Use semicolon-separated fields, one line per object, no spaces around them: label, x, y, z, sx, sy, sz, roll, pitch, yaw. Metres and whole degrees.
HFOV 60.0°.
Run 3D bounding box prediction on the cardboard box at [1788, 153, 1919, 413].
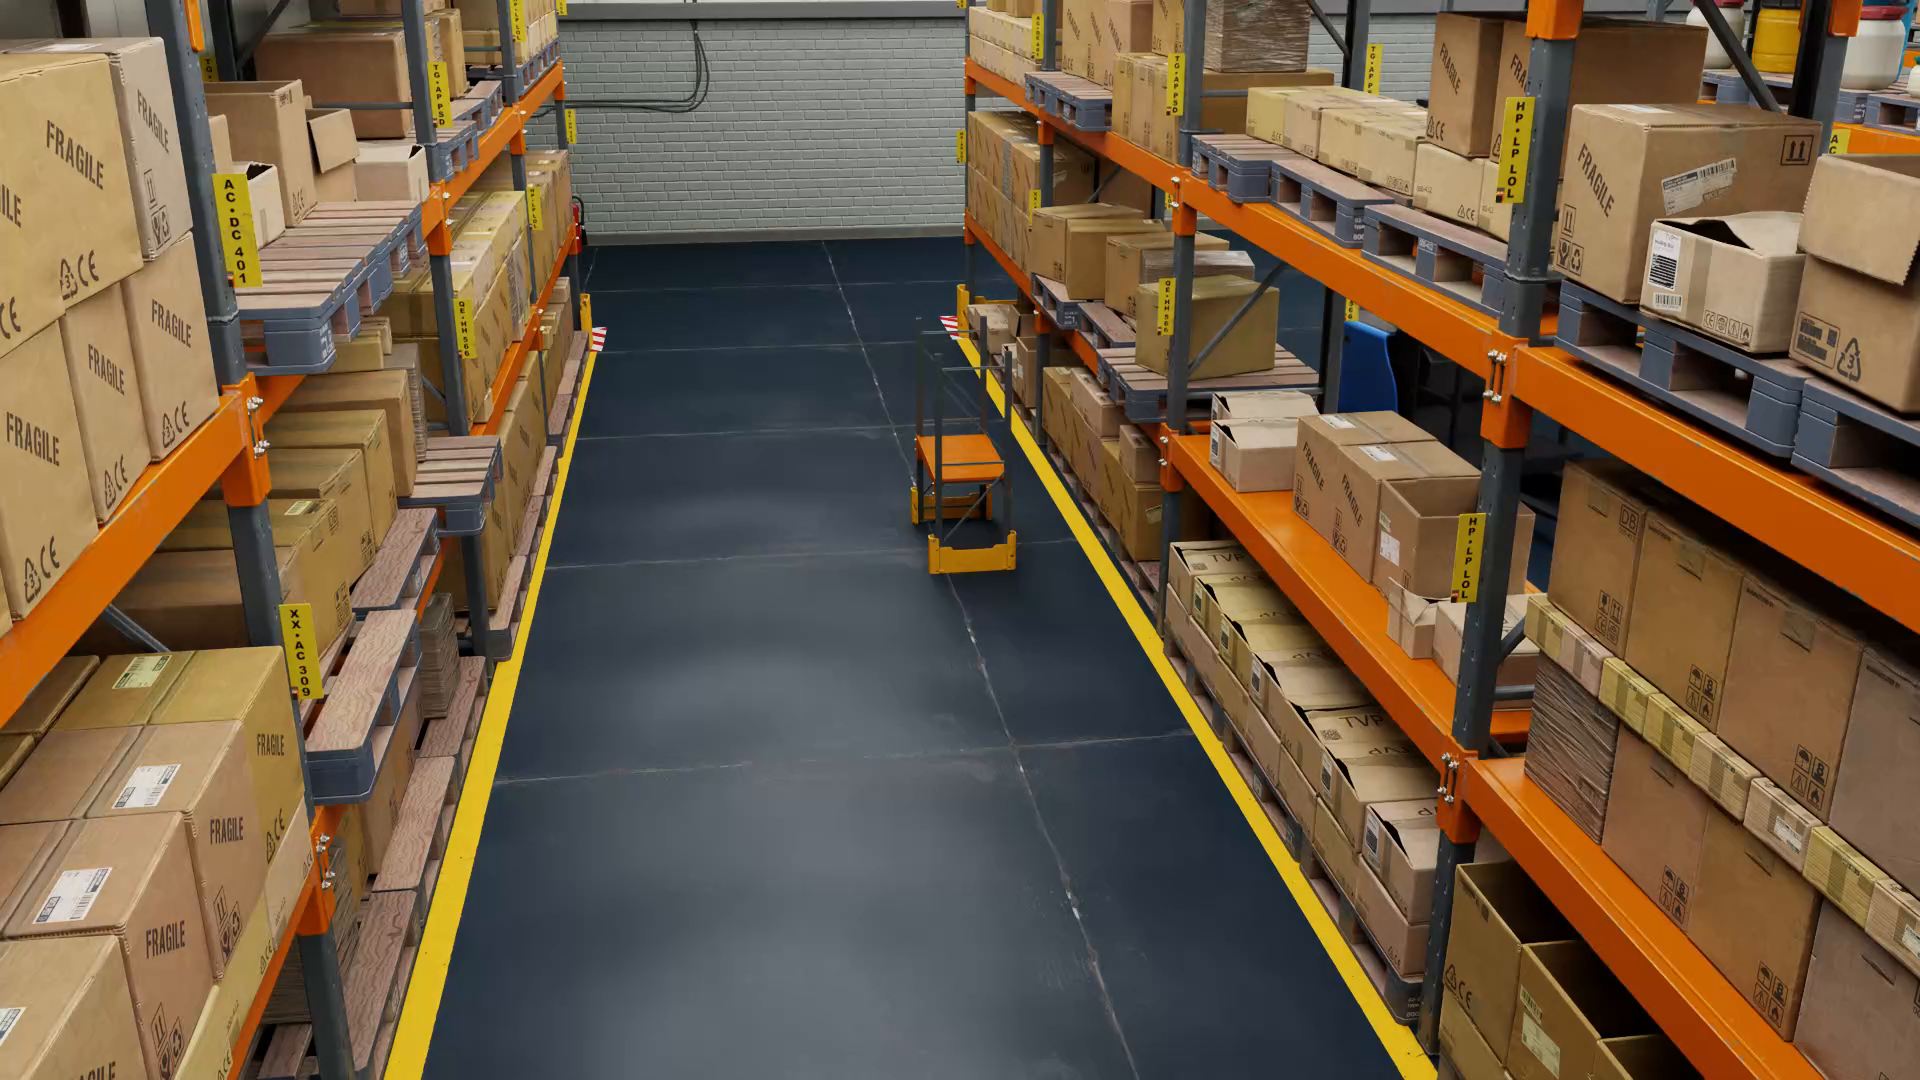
cardboard box;2.398;-0.601;3.803;0.797;0.503;0.637;-1;20;-2

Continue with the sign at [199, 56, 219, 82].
sign;-3.743;-2.255;8.327;0.100;0.325;0.005;-3;21;-8

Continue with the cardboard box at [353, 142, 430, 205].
cardboard box;-2.822;-1.733;7.880;0.500;0.311;0.500;-3;21;-8

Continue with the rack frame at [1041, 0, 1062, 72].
rack frame;1.132;-5.042;12.354;1.000;3.000;0.127;-3;21;-8

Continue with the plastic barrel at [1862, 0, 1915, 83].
plastic barrel;6.432;-3.734;11.822;0.600;0.901;0.708;-3;21;-8

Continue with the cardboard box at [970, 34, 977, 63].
cardboard box;0.378;-4.761;16.103;0.500;0.250;0.500;-3;21;-8

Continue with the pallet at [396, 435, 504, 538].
pallet;-2.985;-0.264;8.411;1.213;0.211;1.003;-3;21;-8

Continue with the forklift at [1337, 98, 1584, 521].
forklift;4.018;-1.792;12.324;1.130;2.935;3.031;-7;22;-18

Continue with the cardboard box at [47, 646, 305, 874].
cardboard box;-2.242;0.647;4.810;0.500;0.500;0.500;-3;21;-8

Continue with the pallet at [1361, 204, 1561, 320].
pallet;2.145;-1.082;6.312;0.805;0.209;1.217;-4;21;-10

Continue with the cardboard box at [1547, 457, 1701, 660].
cardboard box;2.356;0.037;5.333;0.700;0.500;0.500;-3;21;-7

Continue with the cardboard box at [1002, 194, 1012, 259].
cardboard box;0.654;-2.795;14.769;0.500;0.500;0.500;-2;21;-7

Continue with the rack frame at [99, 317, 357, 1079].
rack frame;-2.616;0.789;5.315;1.000;3.000;0.127;-3;21;-8

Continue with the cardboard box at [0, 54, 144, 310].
cardboard box;-2.186;-0.790;3.657;0.500;0.500;0.500;-2;21;-5

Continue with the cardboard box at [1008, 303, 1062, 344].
cardboard box;0.856;-1.918;15.505;0.797;0.503;0.637;-3;21;-8

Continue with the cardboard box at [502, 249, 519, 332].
cardboard box;-3.306;-1.678;11.326;0.500;0.500;0.500;-3;21;-8

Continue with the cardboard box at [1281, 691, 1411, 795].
cardboard box;1.792;0.888;7.578;0.500;0.311;0.500;-3;21;-8

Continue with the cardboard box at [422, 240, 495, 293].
cardboard box;-3.157;-1.672;10.236;0.500;0.250;0.500;-3;21;-7

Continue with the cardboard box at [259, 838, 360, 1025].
cardboard box;-2.739;1.500;6.356;0.700;0.500;0.500;-2;21;-6

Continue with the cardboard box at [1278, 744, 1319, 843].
cardboard box;1.793;1.148;7.684;0.500;0.250;0.500;-2;21;-7

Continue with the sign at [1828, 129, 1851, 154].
sign;2.834;-1.175;5.435;0.100;0.325;0.005;-3;21;-8

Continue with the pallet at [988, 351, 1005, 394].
pallet;0.855;-1.586;15.662;1.003;0.211;1.213;-3;21;-8

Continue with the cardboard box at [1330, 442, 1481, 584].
cardboard box;2.043;-0.131;7.637;0.500;0.500;0.500;-3;21;-8

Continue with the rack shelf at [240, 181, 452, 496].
rack shelf;-2.904;-0.971;6.770;1.077;0.370;4.000;-3;21;-8

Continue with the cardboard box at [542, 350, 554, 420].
cardboard box;-3.776;-1.270;13.802;0.700;0.500;0.500;-3;21;-7

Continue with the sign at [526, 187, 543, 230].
sign;-3.234;-2.516;12.625;0.100;0.325;0.005;-3;21;-8

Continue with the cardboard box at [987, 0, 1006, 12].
cardboard box;0.634;-5.182;15.446;0.700;0.500;0.500;-3;21;-8

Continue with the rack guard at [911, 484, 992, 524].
rack guard;-0.061;-0.263;12.063;0.587;0.250;0.087;-3;21;-8

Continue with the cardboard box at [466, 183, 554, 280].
cardboard box;-3.931;-2.563;13.861;0.980;0.700;0.700;-3;21;-9

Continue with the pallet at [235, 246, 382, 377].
pallet;-2.600;-0.747;5.410;1.213;0.211;1.003;-3;21;-8

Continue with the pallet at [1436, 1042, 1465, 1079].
pallet;2.358;2.122;5.733;1.003;0.211;1.213;-3;21;-8

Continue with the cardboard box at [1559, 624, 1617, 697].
cardboard box;2.169;0.377;5.349;0.380;0.149;0.250;-3;21;-7

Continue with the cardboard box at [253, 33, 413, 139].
cardboard box;-3.318;-2.415;8.837;0.700;0.500;0.500;-5;21;-12

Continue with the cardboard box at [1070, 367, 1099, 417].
cardboard box;1.105;-1.092;12.225;0.500;0.250;0.500;-3;21;-8

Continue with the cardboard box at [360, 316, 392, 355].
cardboard box;-3.113;-1.034;8.500;0.380;0.149;0.250;-6;21;-15

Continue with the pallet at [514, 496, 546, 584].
pallet;-3.404;0.013;11.381;1.003;0.211;1.213;-3;21;-8

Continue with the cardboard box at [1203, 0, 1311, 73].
cardboard box;1.652;-2.918;9.384;0.500;0.500;0.500;-3;21;-8

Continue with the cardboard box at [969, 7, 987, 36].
cardboard box;0.372;-4.995;16.014;0.500;0.250;0.500;-3;21;-8

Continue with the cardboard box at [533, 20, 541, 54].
cardboard box;-3.749;-4.166;13.767;0.500;0.250;0.500;-3;21;-9

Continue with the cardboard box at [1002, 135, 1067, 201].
cardboard box;0.654;-3.261;14.587;0.500;0.500;0.500;-3;21;-7

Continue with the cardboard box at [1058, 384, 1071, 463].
cardboard box;1.049;-0.903;12.790;0.500;0.500;0.500;-3;21;-7

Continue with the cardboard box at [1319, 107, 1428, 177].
cardboard box;1.995;-1.845;7.695;0.500;0.250;0.500;-3;21;-9

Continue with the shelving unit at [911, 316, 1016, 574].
shelving unit;0.011;-0.676;11.383;0.587;1.500;1.083;-3;21;-8

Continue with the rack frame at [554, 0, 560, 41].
rack frame;-4.346;-6.176;15.390;1.000;3.000;0.127;-3;21;-8

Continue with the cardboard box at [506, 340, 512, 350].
cardboard box;-3.322;-1.415;11.547;0.380;0.149;0.250;-3;21;-8

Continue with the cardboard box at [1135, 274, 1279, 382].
cardboard box;1.506;-1.303;10.173;0.700;0.500;0.500;-10;23;-26

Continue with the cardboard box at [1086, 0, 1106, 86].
cardboard box;1.251;-3.519;11.677;0.600;0.600;0.600;-3;21;-8

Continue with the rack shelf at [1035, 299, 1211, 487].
rack shelf;1.420;-1.202;11.676;1.077;0.370;4.000;-3;21;-8

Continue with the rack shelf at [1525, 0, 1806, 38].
rack shelf;1.997;-2.440;6.988;1.077;0.370;4.000;-3;21;-8

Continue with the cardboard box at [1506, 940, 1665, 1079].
cardboard box;2.122;1.627;5.330;0.500;0.500;0.500;-3;21;-8

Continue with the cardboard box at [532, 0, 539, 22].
cardboard box;-3.751;-4.520;13.642;0.500;0.500;0.500;-3;21;-7

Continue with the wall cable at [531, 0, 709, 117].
wall cable;-4.808;-6.697;21.225;3.097;2.526;0.112;-3;21;-8

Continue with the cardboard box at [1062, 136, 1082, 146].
cardboard box;1.194;-3.281;14.641;0.500;0.500;0.500;-4;21;-9
